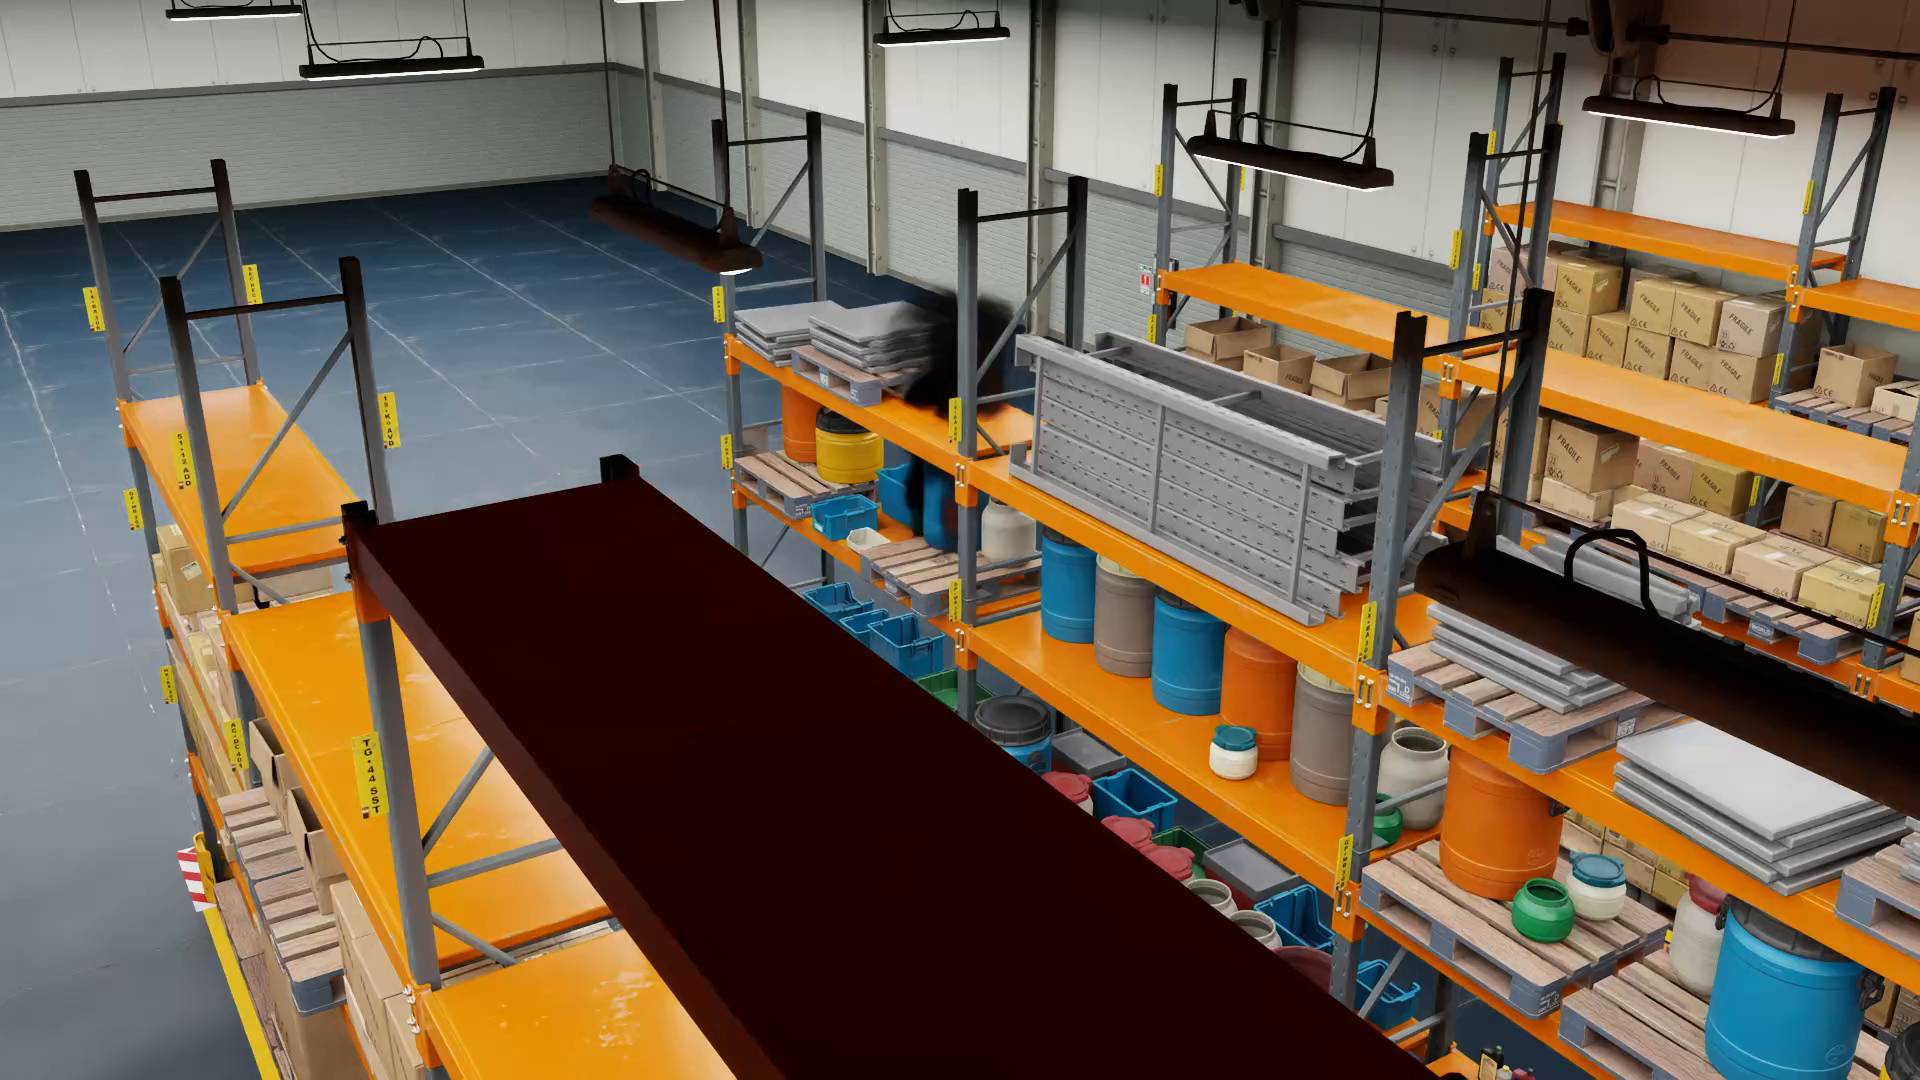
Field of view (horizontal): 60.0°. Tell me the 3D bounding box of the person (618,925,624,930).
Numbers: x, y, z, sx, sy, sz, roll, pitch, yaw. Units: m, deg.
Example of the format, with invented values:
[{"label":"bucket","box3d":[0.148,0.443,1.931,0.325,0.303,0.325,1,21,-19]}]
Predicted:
[{"label":"person","box3d":[-2.142,3.096,11.421,0.588,1.739,0.810,-11,24,-26]}]
